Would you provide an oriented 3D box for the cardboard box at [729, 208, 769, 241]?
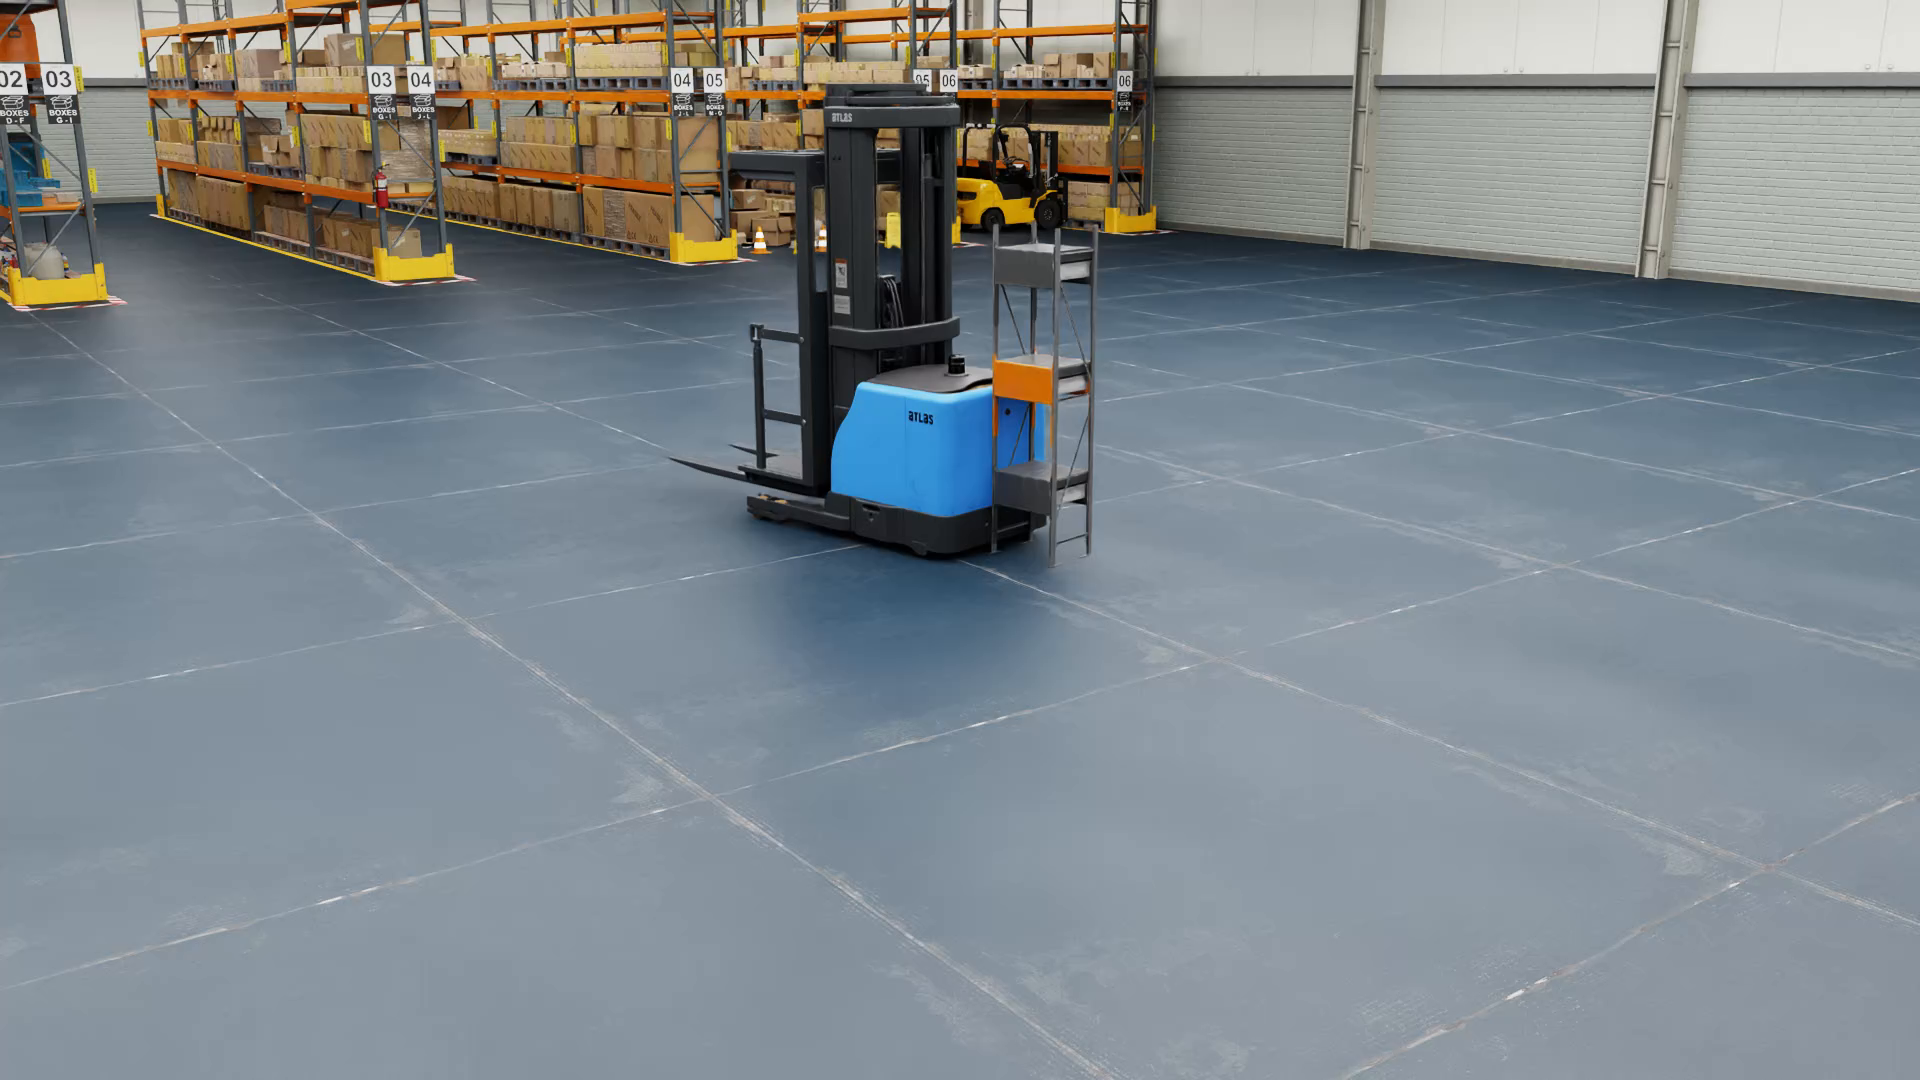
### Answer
[{"bbox_3d":[-4.131,-6.129,32.259,0.797,0.637,0.503,-11,19,-35],"label":"cardboard box"}]

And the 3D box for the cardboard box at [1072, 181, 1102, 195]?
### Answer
[{"bbox_3d":[2.691,-7.375,34.858,0.500,0.250,0.500,-10,18,-34],"label":"cardboard box"}]

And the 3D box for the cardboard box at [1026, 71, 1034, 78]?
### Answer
[{"bbox_3d":[1.637,-9.982,35.673,0.380,0.149,0.250,-10,18,-33],"label":"cardboard box"}]

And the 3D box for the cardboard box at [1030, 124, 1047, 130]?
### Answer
[{"bbox_3d":[1.741,-8.886,35.878,0.380,0.149,0.250,-11,19,-35],"label":"cardboard box"}]

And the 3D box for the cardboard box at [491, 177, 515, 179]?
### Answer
[{"bbox_3d":[-9.931,-7.765,36.283,0.500,0.250,0.500,-11,19,-34],"label":"cardboard box"}]

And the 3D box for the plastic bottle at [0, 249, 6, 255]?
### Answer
[{"bbox_3d":[-14.259,-4.161,24.782,0.144,0.351,0.185,-10,18,-32],"label":"plastic bottle"}]

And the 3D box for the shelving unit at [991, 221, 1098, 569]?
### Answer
[{"bbox_3d":[0.524,-0.917,10.448,0.503,2.100,0.431,13,20,40],"label":"shelving unit"}]

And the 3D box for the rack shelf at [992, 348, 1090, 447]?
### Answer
[{"bbox_3d":[0.524,-0.903,10.451,0.480,0.518,0.431,13,20,40],"label":"rack shelf"}]

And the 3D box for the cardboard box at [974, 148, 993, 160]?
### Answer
[{"bbox_3d":[0.659,-8.707,37.491,0.500,0.250,0.500,-10,18,-33],"label":"cardboard box"}]

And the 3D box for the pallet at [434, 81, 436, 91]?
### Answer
[{"bbox_3d":[-11.218,-10.067,36.850,1.213,0.211,1.003,-11,19,-35],"label":"pallet"}]

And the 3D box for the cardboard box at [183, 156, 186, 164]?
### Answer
[{"bbox_3d":[-16.464,-8.169,35.717,0.380,0.149,0.250,-10,18,-34],"label":"cardboard box"}]

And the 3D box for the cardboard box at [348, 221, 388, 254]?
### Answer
[{"bbox_3d":[-9.888,-5.067,27.846,0.500,0.500,0.500,-13,20,-39],"label":"cardboard box"}]

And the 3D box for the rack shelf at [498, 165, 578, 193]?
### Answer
[{"bbox_3d":[-7.967,-7.231,33.178,1.077,0.370,4.000,-11,19,-35],"label":"rack shelf"}]

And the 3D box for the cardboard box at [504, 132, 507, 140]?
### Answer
[{"bbox_3d":[-9.418,-8.559,35.221,0.380,0.149,0.250,-11,19,-36],"label":"cardboard box"}]

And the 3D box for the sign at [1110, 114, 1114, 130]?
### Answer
[{"bbox_3d":[3.071,-8.450,33.624,0.100,0.325,0.005,-11,19,-35],"label":"sign"}]

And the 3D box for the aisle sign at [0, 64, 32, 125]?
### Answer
[{"bbox_3d":[-12.715,-5.972,22.291,0.394,0.787,0.004,-11,19,-35],"label":"aisle sign"}]

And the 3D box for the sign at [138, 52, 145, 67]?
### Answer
[{"bbox_3d":[-18.370,-10.787,37.319,0.100,0.325,0.005,-11,19,-35],"label":"sign"}]

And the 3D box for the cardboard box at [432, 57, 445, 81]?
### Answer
[{"bbox_3d":[-11.361,-10.459,36.941,0.700,0.500,0.500,-11,19,-34],"label":"cardboard box"}]

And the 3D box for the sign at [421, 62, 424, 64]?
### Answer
[{"bbox_3d":[-11.929,-10.470,36.986,0.100,0.325,0.005,-11,19,-35],"label":"sign"}]

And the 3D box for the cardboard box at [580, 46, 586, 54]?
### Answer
[{"bbox_3d":[-6.701,-8.927,30.310,0.380,0.149,0.250,-11,19,-35],"label":"cardboard box"}]

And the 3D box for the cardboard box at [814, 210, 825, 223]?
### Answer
[{"bbox_3d":[-2.718,-6.650,34.102,0.500,0.250,0.500,-12,19,-37],"label":"cardboard box"}]

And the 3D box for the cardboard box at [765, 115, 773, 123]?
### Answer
[{"bbox_3d":[-3.896,-8.912,35.178,0.380,0.149,0.250,-12,19,-37],"label":"cardboard box"}]

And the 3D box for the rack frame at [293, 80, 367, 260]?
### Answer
[{"bbox_3d":[-10.862,-6.403,28.788,1.000,3.000,0.127,-11,19,-35],"label":"rack frame"}]

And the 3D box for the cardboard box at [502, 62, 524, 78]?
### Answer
[{"bbox_3d":[-8.895,-9.471,33.501,0.500,0.311,0.500,-11,19,-34],"label":"cardboard box"}]

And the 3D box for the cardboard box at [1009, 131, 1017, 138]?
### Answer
[{"bbox_3d":[1.295,-8.910,36.528,0.380,0.149,0.250,-10,18,-33],"label":"cardboard box"}]

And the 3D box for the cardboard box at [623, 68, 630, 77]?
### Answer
[{"bbox_3d":[-5.655,-8.163,29.029,0.380,0.149,0.250,-11,19,-34],"label":"cardboard box"}]

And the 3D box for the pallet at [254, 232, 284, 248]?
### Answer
[{"bbox_3d":[-12.756,-5.745,31.667,1.003,0.211,1.213,-11,19,-35],"label":"pallet"}]

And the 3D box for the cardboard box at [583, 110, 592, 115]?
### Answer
[{"bbox_3d":[-9.232,-10.669,42.293,0.500,0.500,0.500,-11,19,-35],"label":"cardboard box"}]

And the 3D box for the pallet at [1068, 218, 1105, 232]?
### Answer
[{"bbox_3d":[3.035,-6.670,35.046,1.003,0.211,1.213,-11,19,-35],"label":"pallet"}]

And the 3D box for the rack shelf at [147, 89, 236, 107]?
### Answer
[{"bbox_3d":[-16.742,-9.638,36.289,1.077,0.370,4.000,-11,19,-35],"label":"rack shelf"}]

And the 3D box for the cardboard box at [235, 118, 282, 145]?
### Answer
[{"bbox_3d":[-13.631,-7.948,32.343,0.797,0.503,0.637,-10,18,-33],"label":"cardboard box"}]

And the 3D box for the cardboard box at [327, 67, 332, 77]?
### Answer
[{"bbox_3d":[-9.944,-7.530,26.753,0.380,0.149,0.250,-10,18,-33],"label":"cardboard box"}]

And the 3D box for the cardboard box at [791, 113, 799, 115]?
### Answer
[{"bbox_3d":[-4.198,-11.213,44.662,0.500,0.500,0.500,-11,19,-36],"label":"cardboard box"}]

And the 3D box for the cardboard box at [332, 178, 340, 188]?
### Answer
[{"bbox_3d":[-10.086,-5.871,27.320,0.380,0.149,0.250,-11,19,-35],"label":"cardboard box"}]

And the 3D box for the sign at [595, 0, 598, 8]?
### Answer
[{"bbox_3d":[-9.455,-13.967,43.141,0.100,0.325,0.005,-11,19,-35],"label":"sign"}]

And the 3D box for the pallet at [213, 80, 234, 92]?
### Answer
[{"bbox_3d":[-13.636,-8.742,32.010,1.213,0.211,1.003,-10,18,-32],"label":"pallet"}]

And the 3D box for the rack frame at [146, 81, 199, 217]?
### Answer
[{"bbox_3d":[-17.918,-8.965,38.150,1.000,3.000,0.127,-11,19,-35],"label":"rack frame"}]

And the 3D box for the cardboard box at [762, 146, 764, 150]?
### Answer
[{"bbox_3d":[-4.032,-8.382,35.699,0.380,0.149,0.250,-12,19,-36],"label":"cardboard box"}]

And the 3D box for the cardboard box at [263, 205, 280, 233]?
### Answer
[{"bbox_3d":[-12.804,-6.124,31.669,0.700,0.500,0.500,-12,19,-37],"label":"cardboard box"}]

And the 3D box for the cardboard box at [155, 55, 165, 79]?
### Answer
[{"bbox_3d":[-17.335,-10.470,36.790,0.700,0.500,0.500,-12,19,-37],"label":"cardboard box"}]

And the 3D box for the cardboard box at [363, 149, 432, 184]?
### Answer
[{"bbox_3d":[-8.811,-5.862,26.060,0.875,0.500,0.500,-11,19,-35],"label":"cardboard box"}]

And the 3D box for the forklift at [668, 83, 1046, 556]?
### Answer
[{"bbox_3d":[-0.850,-1.617,11.433,3.031,2.935,1.130,13,20,40],"label":"forklift"}]

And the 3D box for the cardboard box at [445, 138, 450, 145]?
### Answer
[{"bbox_3d":[-11.015,-8.706,36.320,0.380,0.149,0.250,-10,18,-32],"label":"cardboard box"}]

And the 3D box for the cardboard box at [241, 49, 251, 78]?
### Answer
[{"bbox_3d":[-12.851,-8.744,30.523,0.500,0.500,0.500,-11,19,-34],"label":"cardboard box"}]

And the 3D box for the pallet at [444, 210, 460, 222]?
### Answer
[{"bbox_3d":[-11.036,-7.349,37.525,1.003,0.211,1.213,-11,19,-35],"label":"pallet"}]

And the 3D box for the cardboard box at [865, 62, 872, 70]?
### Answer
[{"bbox_3d":[-1.596,-9.112,31.969,0.380,0.149,0.250,-12,19,-36],"label":"cardboard box"}]

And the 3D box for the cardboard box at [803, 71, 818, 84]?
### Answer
[{"bbox_3d":[-2.809,-9.323,33.494,0.500,0.250,0.500,-11,19,-36],"label":"cardboard box"}]

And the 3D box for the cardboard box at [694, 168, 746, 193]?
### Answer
[{"bbox_3d":[-5.537,-8.133,38.340,0.875,0.875,0.875,-11,19,-35],"label":"cardboard box"}]

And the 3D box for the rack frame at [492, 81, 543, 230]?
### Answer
[{"bbox_3d":[-9.143,-8.005,34.643,1.000,3.000,0.127,-11,19,-35],"label":"rack frame"}]

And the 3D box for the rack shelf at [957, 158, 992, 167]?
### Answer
[{"bbox_3d":[-0.009,-8.792,38.882,1.077,0.370,4.000,-11,19,-35],"label":"rack shelf"}]

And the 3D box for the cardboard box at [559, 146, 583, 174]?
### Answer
[{"bbox_3d":[-7.314,-7.269,31.765,0.500,0.500,0.500,-11,19,-35],"label":"cardboard box"}]

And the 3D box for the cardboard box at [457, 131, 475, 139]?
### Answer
[{"bbox_3d":[-10.560,-8.684,35.675,0.380,0.149,0.250,-10,18,-32],"label":"cardboard box"}]

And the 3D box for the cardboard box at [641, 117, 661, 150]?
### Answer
[{"bbox_3d":[-5.024,-7.079,28.927,0.875,0.550,0.550,-11,19,-35],"label":"cardboard box"}]
